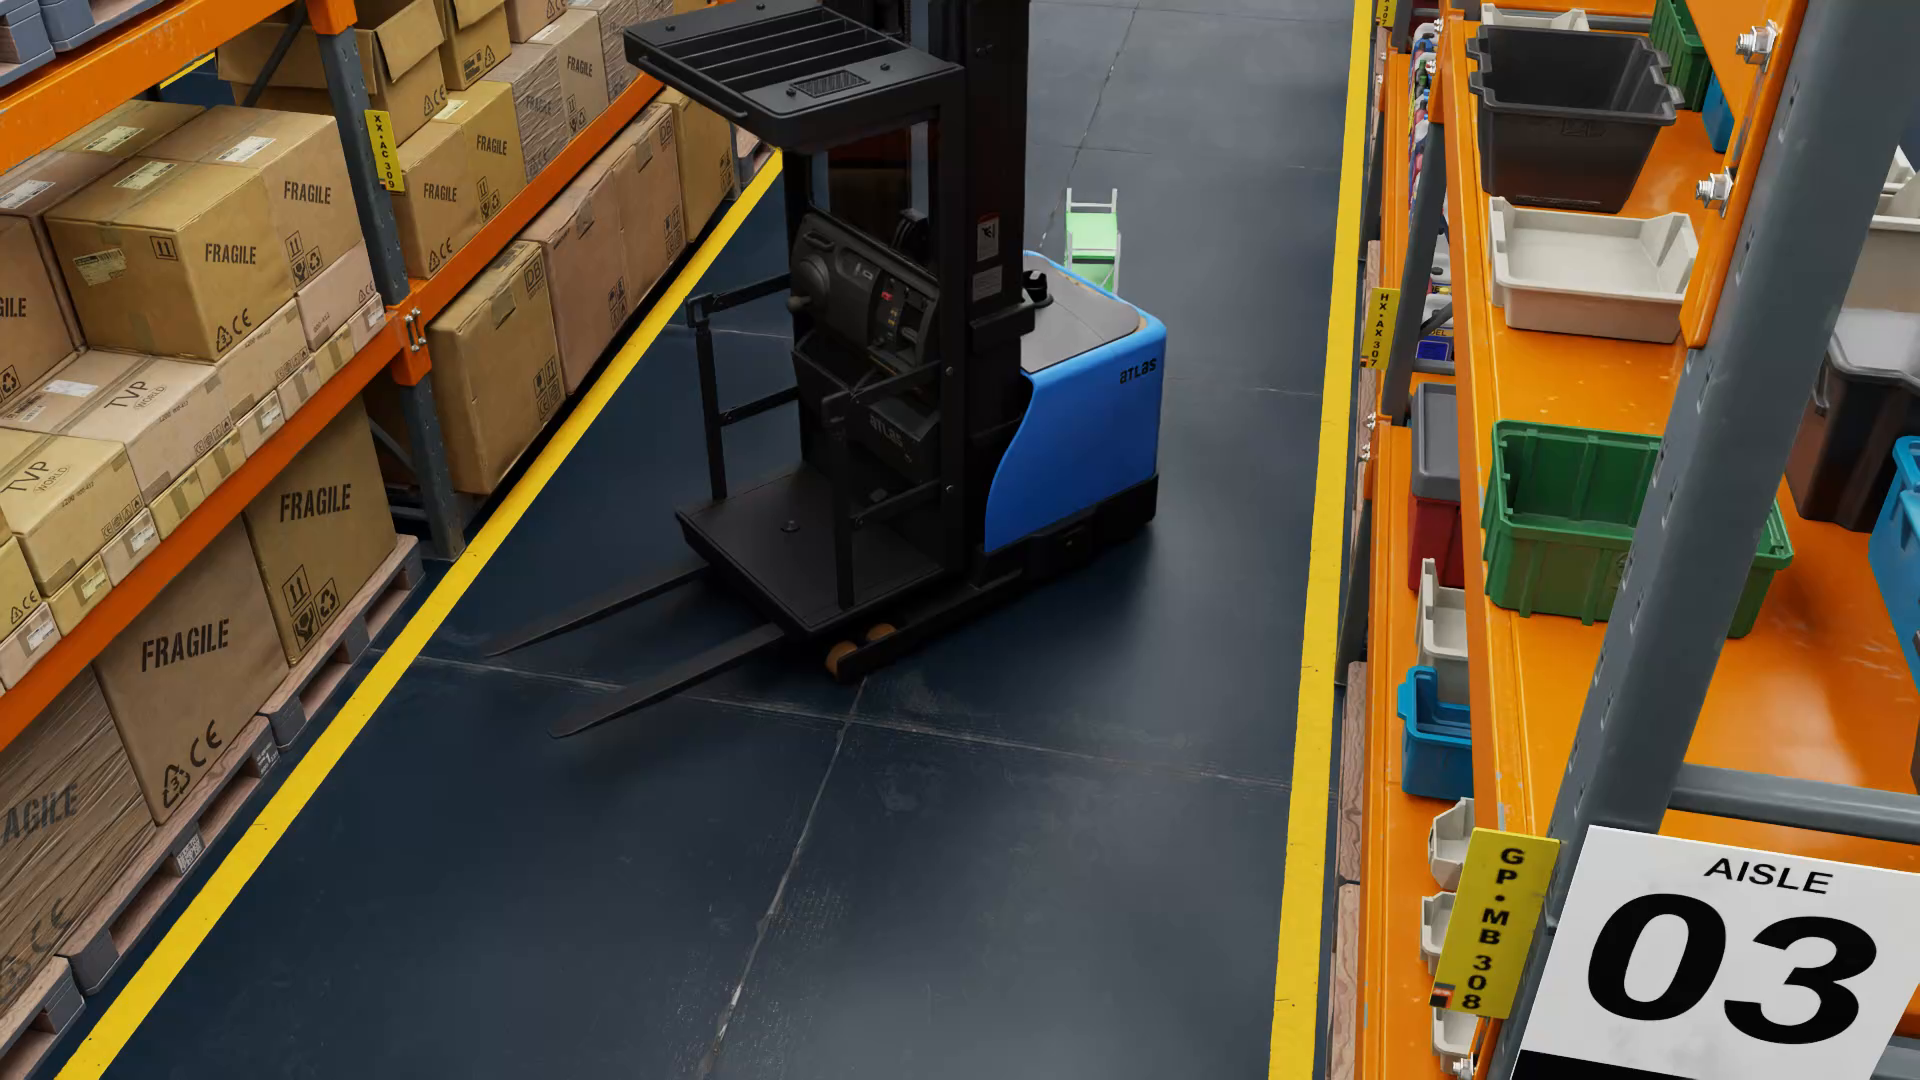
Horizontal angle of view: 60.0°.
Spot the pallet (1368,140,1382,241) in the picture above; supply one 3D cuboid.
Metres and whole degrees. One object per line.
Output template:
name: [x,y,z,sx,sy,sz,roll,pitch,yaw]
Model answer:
pallet: [3.113,-2.184,10.584,1.003,0.211,1.213,7,37,10]

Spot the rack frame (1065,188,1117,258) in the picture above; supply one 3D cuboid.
rack frame: [0.639,-1.213,8.401,0.240,1.200,0.015,1,36,2]

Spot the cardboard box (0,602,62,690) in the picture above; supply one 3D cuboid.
cardboard box: [-2.968,0.294,5.003,0.380,0.149,0.250,7,37,9]

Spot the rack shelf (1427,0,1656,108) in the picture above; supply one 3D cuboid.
rack shelf: [2.482,-2.651,6.908,1.077,0.370,4.000,7,37,10]

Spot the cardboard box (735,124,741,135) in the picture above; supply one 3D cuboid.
cardboard box: [-1.806,-3.047,11.154,0.700,0.500,0.500,5,36,8]

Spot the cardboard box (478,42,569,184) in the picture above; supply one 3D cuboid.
cardboard box: [-2.228,-2.050,7.937,0.500,0.500,0.500,7,36,9]

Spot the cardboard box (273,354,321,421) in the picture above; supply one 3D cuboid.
cardboard box: [-2.639,-0.589,6.221,0.380,0.149,0.250,7,36,9]

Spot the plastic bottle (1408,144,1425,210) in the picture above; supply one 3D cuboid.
plastic bottle: [2.092,-1.647,7.566,0.061,0.283,0.133,7,37,10]

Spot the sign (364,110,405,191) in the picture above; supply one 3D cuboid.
sign: [-2.241,-1.515,6.480,0.100,0.325,0.005,7,37,10]

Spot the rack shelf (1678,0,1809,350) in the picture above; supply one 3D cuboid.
rack shelf: [1.628,-1.410,2.981,1.077,0.370,4.000,7,37,10]

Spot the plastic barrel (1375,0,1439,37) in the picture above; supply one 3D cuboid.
plastic barrel: [2.712,-3.233,9.539,0.600,0.536,0.708,7,37,10]

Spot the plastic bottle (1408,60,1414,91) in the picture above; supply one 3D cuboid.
plastic bottle: [2.429,-2.467,8.767,0.097,0.201,0.097,0,36,0]

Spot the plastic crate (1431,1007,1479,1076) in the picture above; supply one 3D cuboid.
plastic crate: [1.274,1.140,3.794,0.396,0.136,0.243,7,37,10]

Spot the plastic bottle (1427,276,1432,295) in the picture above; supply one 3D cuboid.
plastic bottle: [1.828,-0.938,6.588,0.061,0.283,0.133,7,37,10]

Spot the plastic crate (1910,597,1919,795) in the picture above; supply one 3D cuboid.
plastic crate: [1.555,0.365,2.246,0.497,0.269,0.590,7,37,10]

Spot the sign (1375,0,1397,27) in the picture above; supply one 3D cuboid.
sign: [2.370,-3.005,9.201,0.100,0.325,0.005,7,37,10]

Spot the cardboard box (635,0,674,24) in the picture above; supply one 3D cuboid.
cardboard box: [-1.905,-2.936,9.160,0.500,0.500,0.500,7,37,10]

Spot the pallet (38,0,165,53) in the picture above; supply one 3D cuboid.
pallet: [-2.969,-1.912,5.352,1.003,0.211,1.213,7,37,10]

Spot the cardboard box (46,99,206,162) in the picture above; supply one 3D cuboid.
cardboard box: [-3.136,-1.322,6.254,0.500,0.500,0.500,7,37,10]

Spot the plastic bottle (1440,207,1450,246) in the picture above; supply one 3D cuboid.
plastic bottle: [1.971,-1.235,6.940,0.144,0.351,0.185,7,37,10]

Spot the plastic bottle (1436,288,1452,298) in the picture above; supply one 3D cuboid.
plastic bottle: [1.909,-0.906,6.613,0.097,0.201,0.097,0,36,0]

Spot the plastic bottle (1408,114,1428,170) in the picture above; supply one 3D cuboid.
plastic bottle: [2.203,-1.889,7.910,0.097,0.271,0.097,0,36,0]

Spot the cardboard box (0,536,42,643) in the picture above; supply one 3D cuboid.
cardboard box: [-3.057,0.204,4.787,0.500,0.250,0.500,6,36,8]

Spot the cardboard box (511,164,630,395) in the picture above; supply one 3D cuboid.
cardboard box: [-2.477,-1.393,8.569,1.225,0.875,0.875,6,36,8]

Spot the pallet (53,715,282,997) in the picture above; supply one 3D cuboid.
pallet: [-3.281,1.055,6.114,1.003,0.211,1.213,7,37,10]

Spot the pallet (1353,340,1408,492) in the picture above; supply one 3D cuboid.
pallet: [2.519,-0.590,8.385,1.003,0.211,1.213,7,37,10]

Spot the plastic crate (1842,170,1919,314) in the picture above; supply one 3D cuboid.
plastic crate: [1.975,-0.686,3.685,0.437,0.282,0.530,7,37,10]

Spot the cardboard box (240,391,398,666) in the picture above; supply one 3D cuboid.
cardboard box: [-3.003,-0.143,6.844,0.875,0.875,0.875,7,37,10]

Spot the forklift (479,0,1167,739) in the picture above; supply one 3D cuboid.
forklift: [-0.556,-0.950,6.563,3.031,2.935,1.130,-24,43,-30]

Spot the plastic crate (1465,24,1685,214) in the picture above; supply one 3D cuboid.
plastic crate: [1.522,-1.065,4.218,0.497,0.269,0.590,7,37,10]

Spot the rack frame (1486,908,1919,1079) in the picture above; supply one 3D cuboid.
rack frame: [1.200,1.713,2.831,1.000,3.000,0.127,7,37,10]

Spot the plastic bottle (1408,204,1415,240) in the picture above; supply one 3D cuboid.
plastic bottle: [2.036,-1.412,7.312,0.097,0.201,0.097,0,36,0]

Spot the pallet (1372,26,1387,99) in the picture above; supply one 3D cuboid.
pallet: [3.634,-3.583,12.514,1.003,0.211,1.213,7,37,10]

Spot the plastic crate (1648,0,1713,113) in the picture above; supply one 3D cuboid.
plastic crate: [2.260,-1.429,4.790,0.450,0.188,0.662,7,37,10]

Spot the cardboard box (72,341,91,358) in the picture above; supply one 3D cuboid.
cardboard box: [-3.251,-0.740,6.090,0.500,0.250,0.500,7,37,10]

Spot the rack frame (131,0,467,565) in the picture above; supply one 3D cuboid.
rack frame: [-2.784,-1.202,6.852,1.000,3.000,0.127,7,37,10]

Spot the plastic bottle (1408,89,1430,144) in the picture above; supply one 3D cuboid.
plastic bottle: [2.273,-2.077,8.170,0.097,0.271,0.097,0,36,0]

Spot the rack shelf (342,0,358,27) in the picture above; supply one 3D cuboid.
rack shelf: [-2.357,-3.271,7.765,1.077,0.370,4.000,7,37,10]

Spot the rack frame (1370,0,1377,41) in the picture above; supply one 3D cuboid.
rack frame: [3.764,-5.167,12.323,1.000,3.000,0.127,7,37,10]

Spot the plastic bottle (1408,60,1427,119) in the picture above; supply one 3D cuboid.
plastic bottle: [2.329,-2.283,8.443,0.061,0.283,0.133,7,37,10]

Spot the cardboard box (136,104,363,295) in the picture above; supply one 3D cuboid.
cardboard box: [-2.621,-1.268,6.179,0.500,0.500,0.500,8,37,11]

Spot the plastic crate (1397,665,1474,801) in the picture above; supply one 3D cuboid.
plastic crate: [1.389,0.546,4.531,0.416,0.233,0.300,7,37,10]

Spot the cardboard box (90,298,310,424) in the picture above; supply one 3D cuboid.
cardboard box: [-2.730,-0.678,6.004,0.500,0.250,0.500,8,37,11]

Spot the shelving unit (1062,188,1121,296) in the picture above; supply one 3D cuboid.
shelving unit: [0.630,-1.070,8.204,0.258,1.200,0.503,1,36,2]

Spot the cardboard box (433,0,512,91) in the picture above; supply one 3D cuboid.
cardboard box: [-2.498,-2.407,7.576,0.797,0.503,0.637,8,37,10]

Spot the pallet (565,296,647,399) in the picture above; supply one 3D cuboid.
pallet: [-2.434,-1.226,9.261,1.003,0.211,1.213,7,37,10]

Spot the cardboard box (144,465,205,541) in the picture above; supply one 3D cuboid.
cardboard box: [-2.803,-0.147,5.611,0.380,0.149,0.250,7,36,9]
